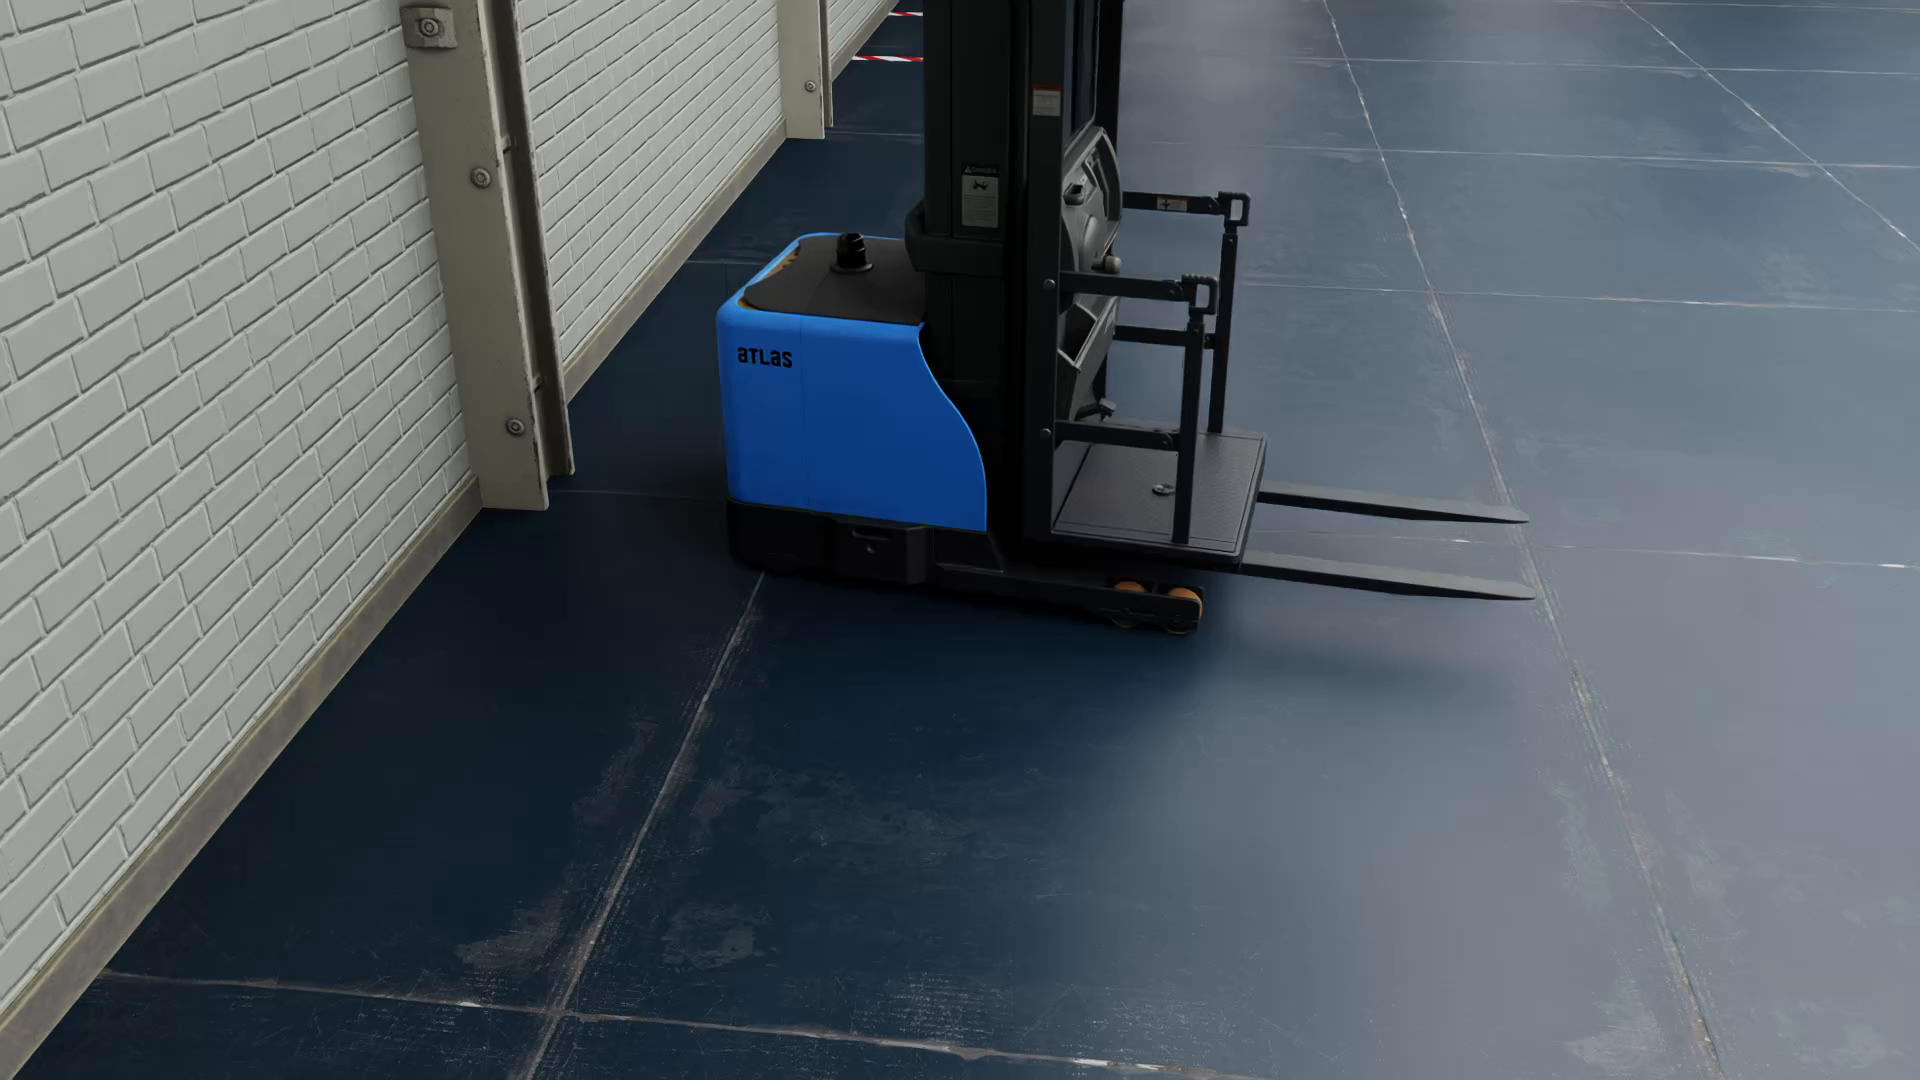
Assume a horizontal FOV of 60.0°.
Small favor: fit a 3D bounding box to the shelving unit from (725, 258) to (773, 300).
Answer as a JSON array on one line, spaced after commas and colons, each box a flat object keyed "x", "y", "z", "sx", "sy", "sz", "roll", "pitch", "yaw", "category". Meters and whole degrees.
[{"x": -0.859, "y": -0.735, "z": 7.162, "sx": 0.210, "sy": 0.900, "sz": 0.258, "roll": -9, "pitch": 30, "yaw": -19, "category": "shelving unit"}]

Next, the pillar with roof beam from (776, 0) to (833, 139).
[{"x": 3.137, "y": -6.761, "z": 9.811, "sx": 9.100, "sy": 9.000, "sz": 0.400, "roll": 3, "pitch": 28, "yaw": 6, "category": "pillar with roof beam"}]

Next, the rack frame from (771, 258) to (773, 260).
[{"x": -0.764, "y": -0.751, "z": 7.195, "sx": 0.006, "sy": 0.900, "sz": 0.240, "roll": -9, "pitch": 30, "yaw": -19, "category": "rack frame"}]

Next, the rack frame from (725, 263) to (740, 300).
[{"x": -0.954, "y": -0.720, "z": 7.129, "sx": 0.006, "sy": 0.900, "sz": 0.240, "roll": -9, "pitch": 30, "yaw": -19, "category": "rack frame"}]

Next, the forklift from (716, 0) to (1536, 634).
[{"x": 0.663, "y": -1.224, "z": 5.932, "sx": 3.031, "sy": 2.935, "sz": 1.130, "roll": 7, "pitch": 29, "yaw": 13, "category": "forklift"}]

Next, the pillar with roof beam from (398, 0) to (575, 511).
[{"x": 2.402, "y": -3.936, "z": 4.569, "sx": 9.100, "sy": 9.000, "sz": 0.400, "roll": 3, "pitch": 28, "yaw": 6, "category": "pillar with roof beam"}]
